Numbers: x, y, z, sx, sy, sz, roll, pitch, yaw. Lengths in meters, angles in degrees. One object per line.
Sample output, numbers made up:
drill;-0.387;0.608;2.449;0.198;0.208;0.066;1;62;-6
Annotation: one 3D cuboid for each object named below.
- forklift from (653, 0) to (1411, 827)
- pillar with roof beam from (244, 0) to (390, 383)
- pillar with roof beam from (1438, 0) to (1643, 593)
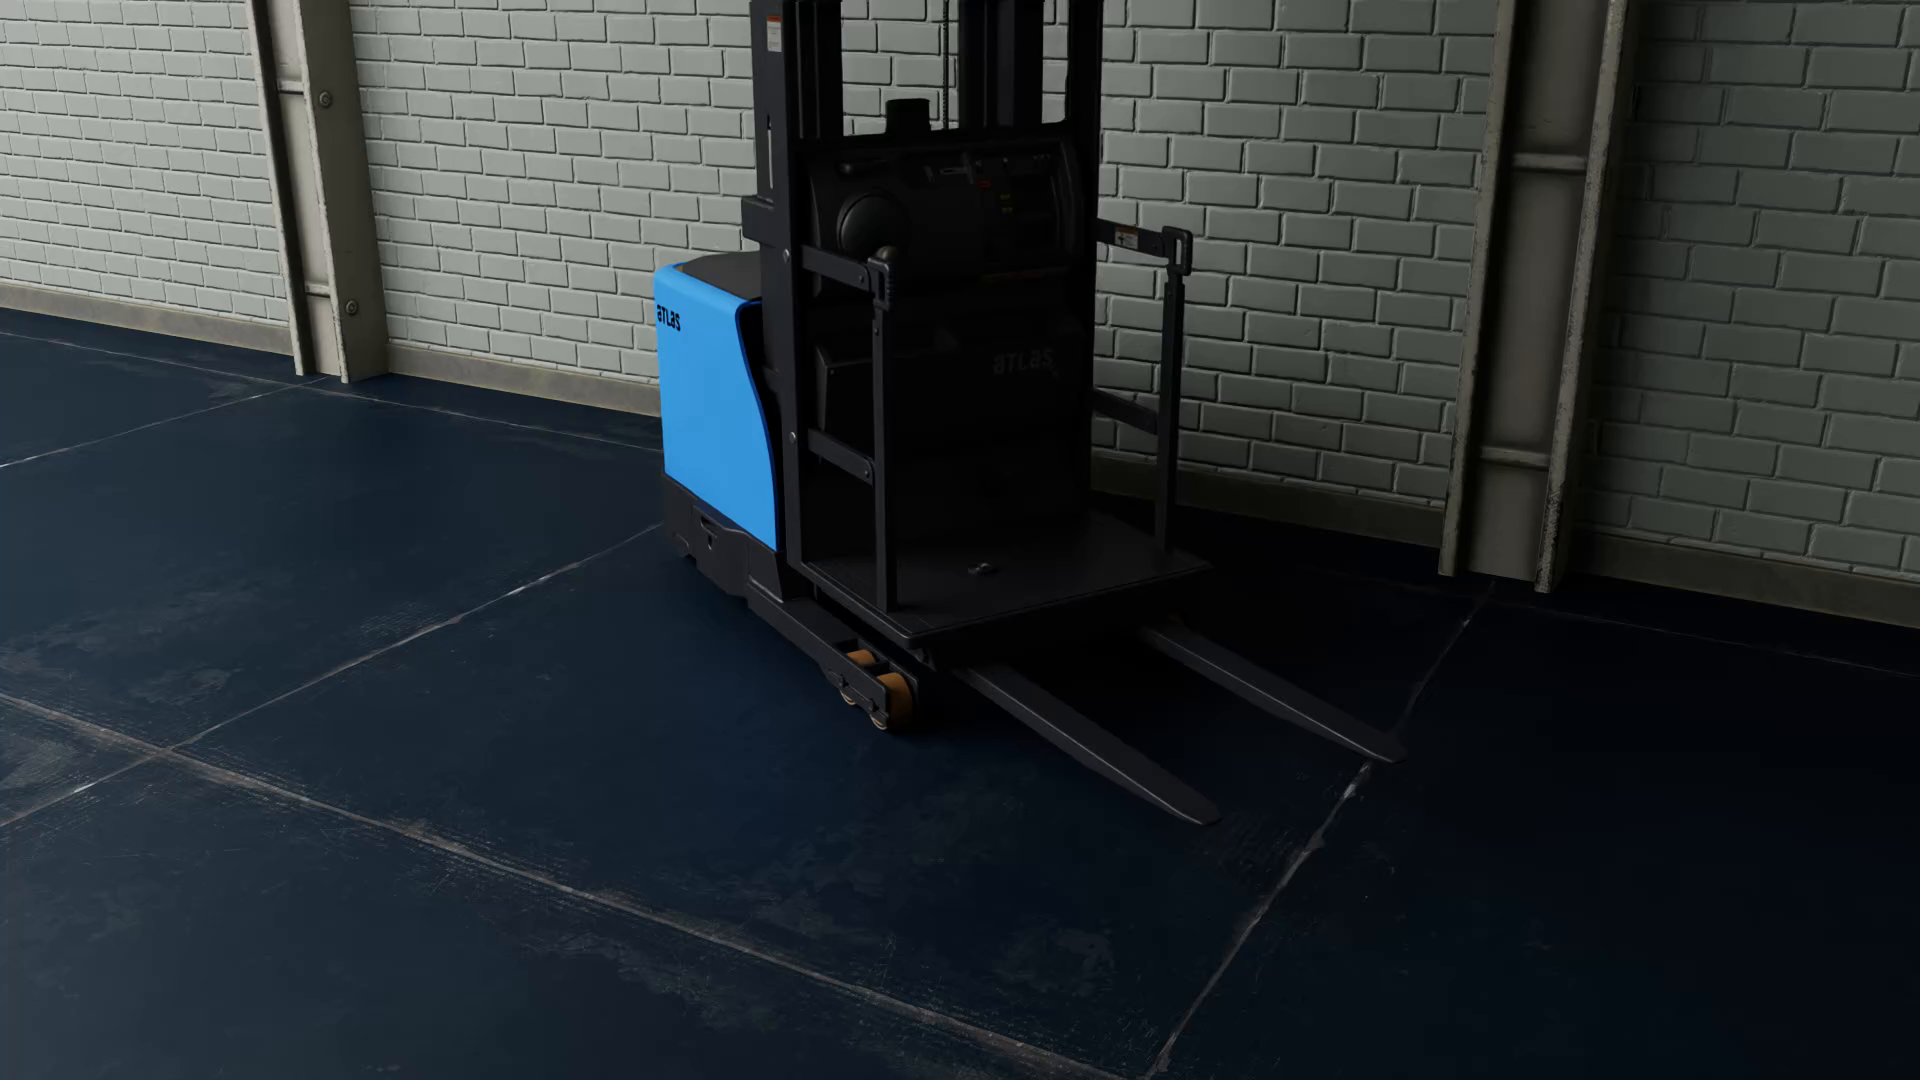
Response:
forklift;0.079;-1.005;4.837;1.130;2.935;3.031;-12;23;-29
pillar with roof beam;-5.359;-3.836;3.745;0.400;9.000;9.100;11;23;27
pillar with roof beam;-0.121;-2.839;0.994;0.400;9.000;9.100;11;23;27
